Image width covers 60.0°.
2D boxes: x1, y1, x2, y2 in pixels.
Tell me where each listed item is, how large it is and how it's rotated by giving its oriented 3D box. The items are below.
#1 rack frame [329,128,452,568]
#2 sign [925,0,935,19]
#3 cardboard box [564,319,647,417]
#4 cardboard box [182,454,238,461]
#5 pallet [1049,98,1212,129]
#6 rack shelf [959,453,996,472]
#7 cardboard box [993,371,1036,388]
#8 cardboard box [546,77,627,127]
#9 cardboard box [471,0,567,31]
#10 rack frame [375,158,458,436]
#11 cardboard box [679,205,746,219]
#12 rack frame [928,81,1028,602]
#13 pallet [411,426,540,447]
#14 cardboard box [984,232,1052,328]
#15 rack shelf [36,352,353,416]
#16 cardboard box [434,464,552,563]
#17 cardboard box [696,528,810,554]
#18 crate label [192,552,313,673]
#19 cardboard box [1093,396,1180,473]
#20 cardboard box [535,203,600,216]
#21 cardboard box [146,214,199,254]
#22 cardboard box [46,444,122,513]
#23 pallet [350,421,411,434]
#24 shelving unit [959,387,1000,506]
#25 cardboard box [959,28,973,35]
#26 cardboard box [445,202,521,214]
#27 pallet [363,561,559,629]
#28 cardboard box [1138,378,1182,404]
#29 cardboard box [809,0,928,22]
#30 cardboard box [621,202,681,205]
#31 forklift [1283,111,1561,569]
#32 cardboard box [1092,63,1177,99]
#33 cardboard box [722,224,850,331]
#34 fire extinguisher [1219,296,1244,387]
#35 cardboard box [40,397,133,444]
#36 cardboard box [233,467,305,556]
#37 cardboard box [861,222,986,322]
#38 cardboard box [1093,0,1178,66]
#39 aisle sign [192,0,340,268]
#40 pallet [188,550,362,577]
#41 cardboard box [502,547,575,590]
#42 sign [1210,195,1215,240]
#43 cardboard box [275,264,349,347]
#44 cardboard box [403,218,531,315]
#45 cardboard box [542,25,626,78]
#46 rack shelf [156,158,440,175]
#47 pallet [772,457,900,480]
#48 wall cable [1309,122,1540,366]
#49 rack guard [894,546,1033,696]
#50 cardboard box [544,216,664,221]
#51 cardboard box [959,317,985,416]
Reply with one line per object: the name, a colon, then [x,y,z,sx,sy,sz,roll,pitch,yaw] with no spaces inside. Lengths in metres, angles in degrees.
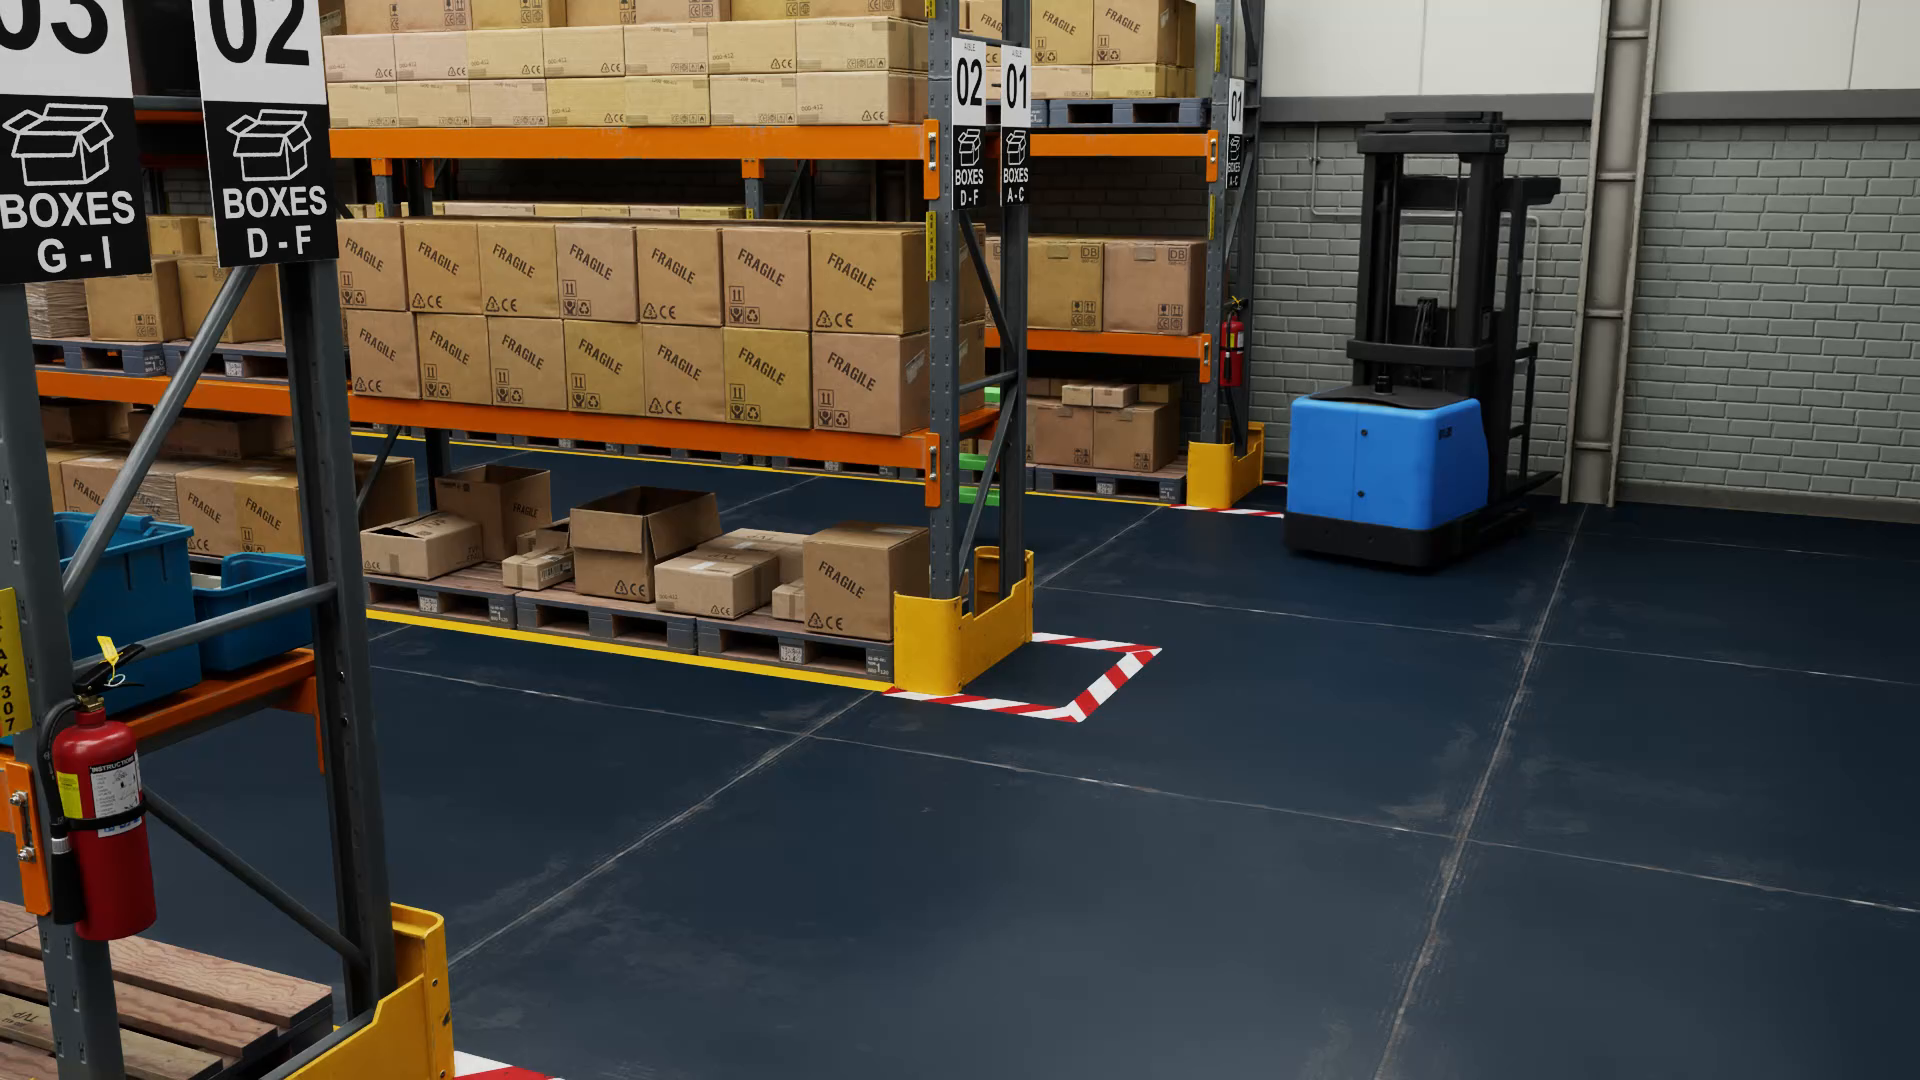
rack frame: [-3.551,-1.168,10.166,0.127,3.000,1.000,6,14,23]
sign: [-0.137,-2.575,7.659,0.005,0.325,0.100,6,14,23]
cardboard box: [-1.804,-0.972,9.114,0.500,0.500,0.500,6,14,22]
cardboard box: [-4.841,-0.356,11.213,0.500,0.500,0.500,6,14,24]
pallet: [1.426,-3.317,12.951,1.213,0.211,1.003,6,14,23]
rack shelf: [0.151,-0.507,11.567,0.480,0.148,0.258,6,14,23]
cardboard box: [0.464,-1.327,13.977,0.250,0.149,0.380,6,14,24]
cardboard box: [-1.836,-2.319,8.835,0.500,0.250,0.500,6,14,23]
cardboard box: [-2.232,-3.006,9.025,0.500,0.500,0.700,6,14,23]
rack frame: [-5.205,-2.573,16.154,0.127,3.000,1.000,6,14,23]
cardboard box: [-2.079,-2.761,14.400,0.500,0.250,0.500,6,15,25]
rack frame: [0.106,-0.798,8.589,0.127,3.000,1.000,6,14,23]
pallet: [-4.515,-1.127,16.095,1.213,0.211,1.003,6,14,23]
cardboard box: [0.276,-2.161,13.744,0.700,0.700,0.980,5,14,21]
rack shelf: [-5.380,-1.003,11.037,4.000,0.370,1.077,6,14,23]
cardboard box: [-2.915,-0.172,10.429,0.500,0.500,0.500,6,14,23]
cardboard box: [-1.191,0.124,9.714,0.500,0.250,0.500,6,14,23]
crate label: [-1.996,0.197,4.584,0.303,0.233,0.416,6,14,23]
cardboard box: [1.428,-0.864,13.424,0.500,0.500,0.700,6,14,23]
cardboard box: [-3.475,-2.905,15.012,0.500,0.250,0.500,5,14,22]
cardboard box: [-8.411,-3.152,17.439,0.500,0.500,0.700,6,14,23]
cardboard box: [-5.971,-0.339,11.141,0.500,0.500,0.500,6,14,22]
pallet: [-5.919,-1.288,16.783,1.213,0.211,1.003,6,14,23]
shelving unit: [0.151,-0.569,11.553,0.503,1.200,0.258,6,14,23]
cardboard box: [-0.258,-2.530,8.641,0.500,0.250,0.500,6,14,23]
cardboard box: [-4.403,-2.996,15.401,0.500,0.250,0.500,6,14,22]
pallet: [-2.924,0.253,10.213,1.213,0.211,1.003,6,14,23]
cardboard box: [1.624,-1.210,13.479,0.250,0.149,0.380,6,14,24]
cardboard box: [-0.370,-2.838,8.309,0.500,0.500,0.700,6,14,23]
cardboard box: [-2.805,-2.961,15.251,0.500,0.250,0.500,5,14,21]
forklift: [3.500,-1.520,11.818,1.130,2.935,3.031,10,17,37]
cardboard box: [1.332,-3.486,12.667,0.500,0.250,0.500,6,15,25]
cardboard box: [-0.875,-1.364,8.593,0.500,0.500,0.500,6,15,25]
fire extinguisher: [2.060,-1.503,12.581,0.183,0.674,0.296,6,14,23]
cardboard box: [-6.205,-0.859,11.715,0.500,0.250,0.500,6,15,25]
cardboard box: [-4.118,-0.151,10.341,0.500,0.500,0.500,6,14,23]
cardboard box: [-0.193,-1.429,8.873,0.500,0.500,0.500,6,15,25]
cardboard box: [1.329,-3.849,12.575,0.500,0.500,0.500,6,14,23]
aisle sign: [-1.718,-1.085,4.120,0.004,0.787,0.394,6,14,23]
pallet: [-4.310,0.122,10.772,1.213,0.211,1.003,6,14,23]
cardboard box: [-2.460,0.159,9.749,0.250,0.166,0.380,6,14,23]
sign: [1.876,-2.400,12.363,0.005,0.325,0.100,6,14,23]
cardboard box: [-3.894,-1.512,10.493,0.500,0.500,0.700,1,13,4]
cardboard box: [-2.762,-1.553,9.401,0.500,0.500,0.500,5,14,21]
cardboard box: [-1.840,-2.561,8.771,0.500,0.250,0.500,6,14,23]
rack shelf: [-7.034,-3.868,16.683,4.000,0.370,1.077,6,14,23]
pallet: [-0.885,-0.759,14.526,1.213,0.211,1.003,6,14,23]
wall cable: [3.663,-2.407,13.221,1.851,1.984,0.084,6,14,23]
rack guard: [0.036,0.412,8.905,0.348,0.500,1.175,6,14,23]
cardboard box: [-2.054,-1.617,9.673,0.500,0.500,0.500,6,14,24]
cardboard box: [-0.193,-0.943,8.987,0.500,0.500,0.500,6,15,24]
